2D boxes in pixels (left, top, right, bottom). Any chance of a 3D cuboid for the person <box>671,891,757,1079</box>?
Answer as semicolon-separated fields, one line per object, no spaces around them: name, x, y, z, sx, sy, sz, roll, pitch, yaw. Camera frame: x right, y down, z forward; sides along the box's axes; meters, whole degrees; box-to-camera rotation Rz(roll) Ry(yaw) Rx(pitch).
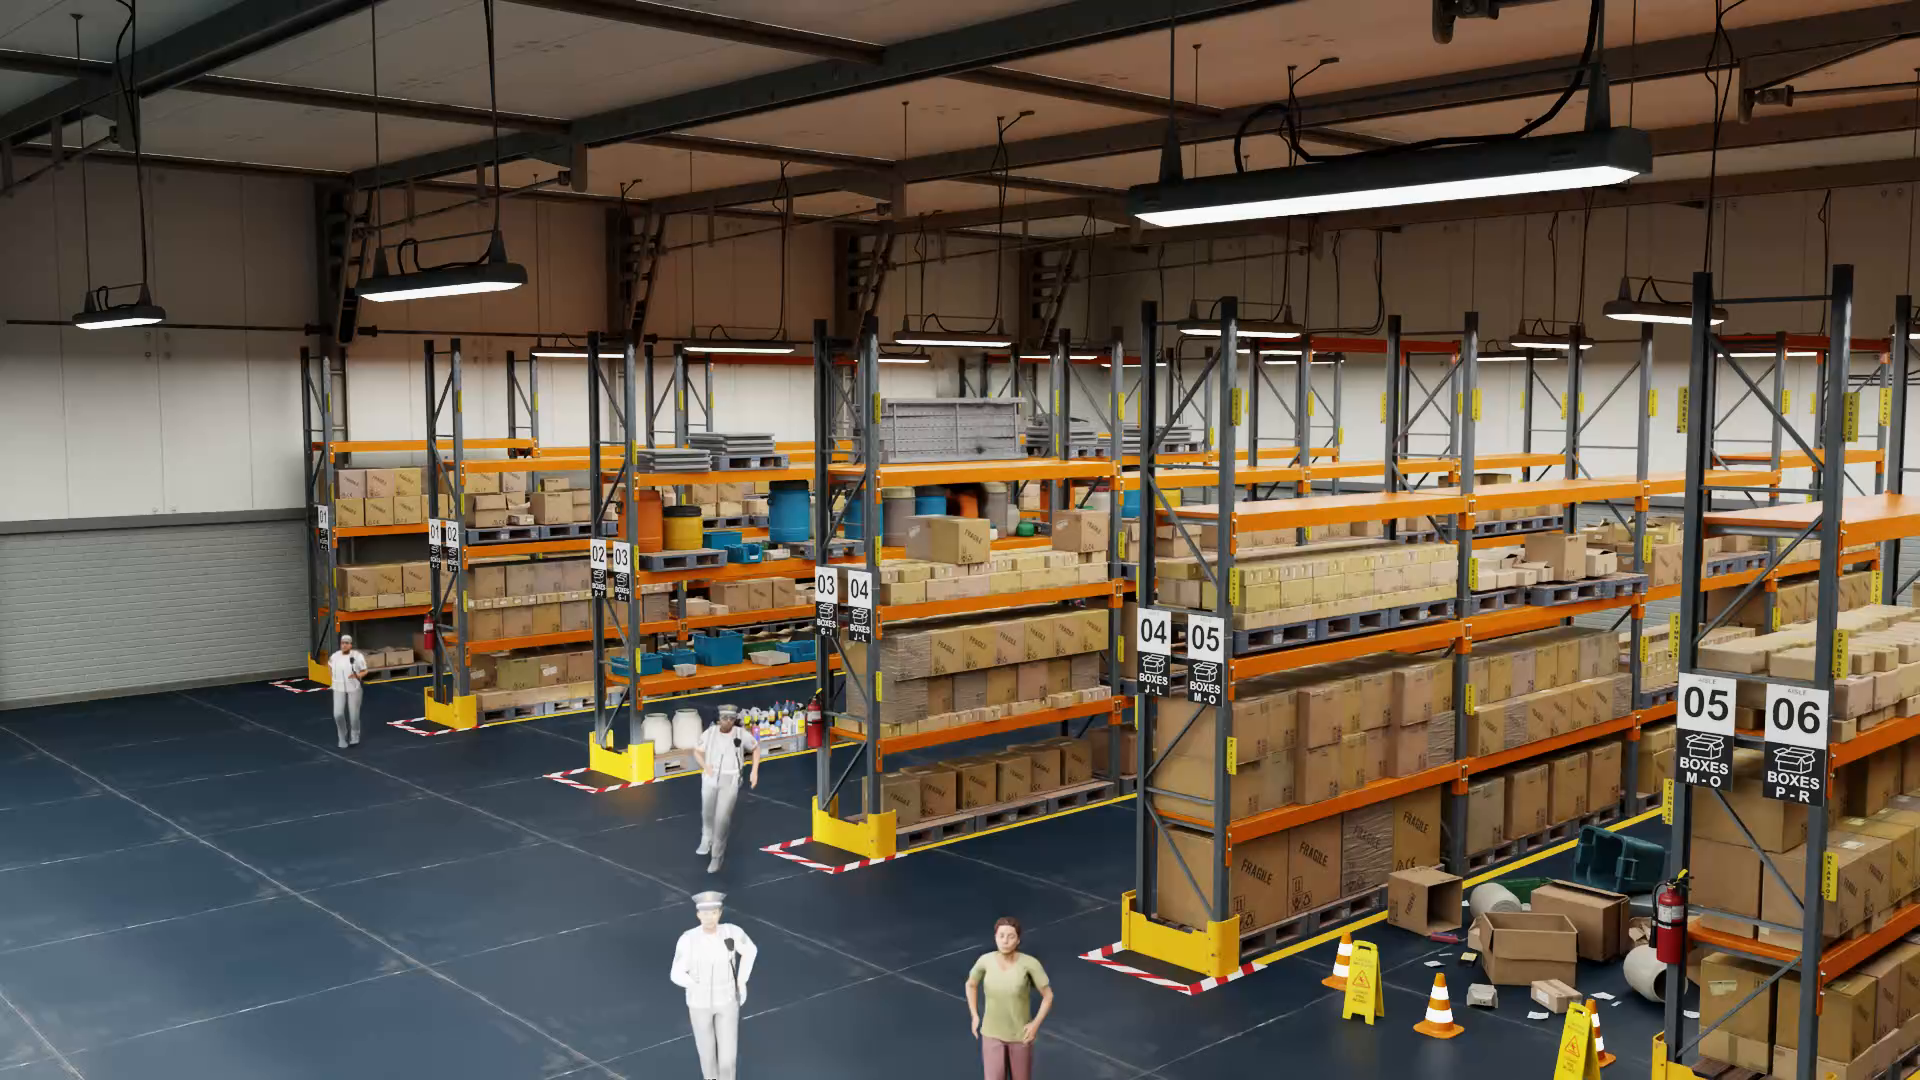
person;-1.732;3.304;11.709;0.590;1.740;0.726;0;5;-5

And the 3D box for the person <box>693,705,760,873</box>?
person;-2.586;2.688;18.282;0.733;1.821;0.809;0;5;3

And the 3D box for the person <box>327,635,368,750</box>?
person;-8.943;2.224;24.243;0.598;1.689;0.651;-1;5;-10

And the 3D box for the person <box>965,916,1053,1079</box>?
person;0.329;3.350;11.324;0.616;1.632;0.769;1;5;10
